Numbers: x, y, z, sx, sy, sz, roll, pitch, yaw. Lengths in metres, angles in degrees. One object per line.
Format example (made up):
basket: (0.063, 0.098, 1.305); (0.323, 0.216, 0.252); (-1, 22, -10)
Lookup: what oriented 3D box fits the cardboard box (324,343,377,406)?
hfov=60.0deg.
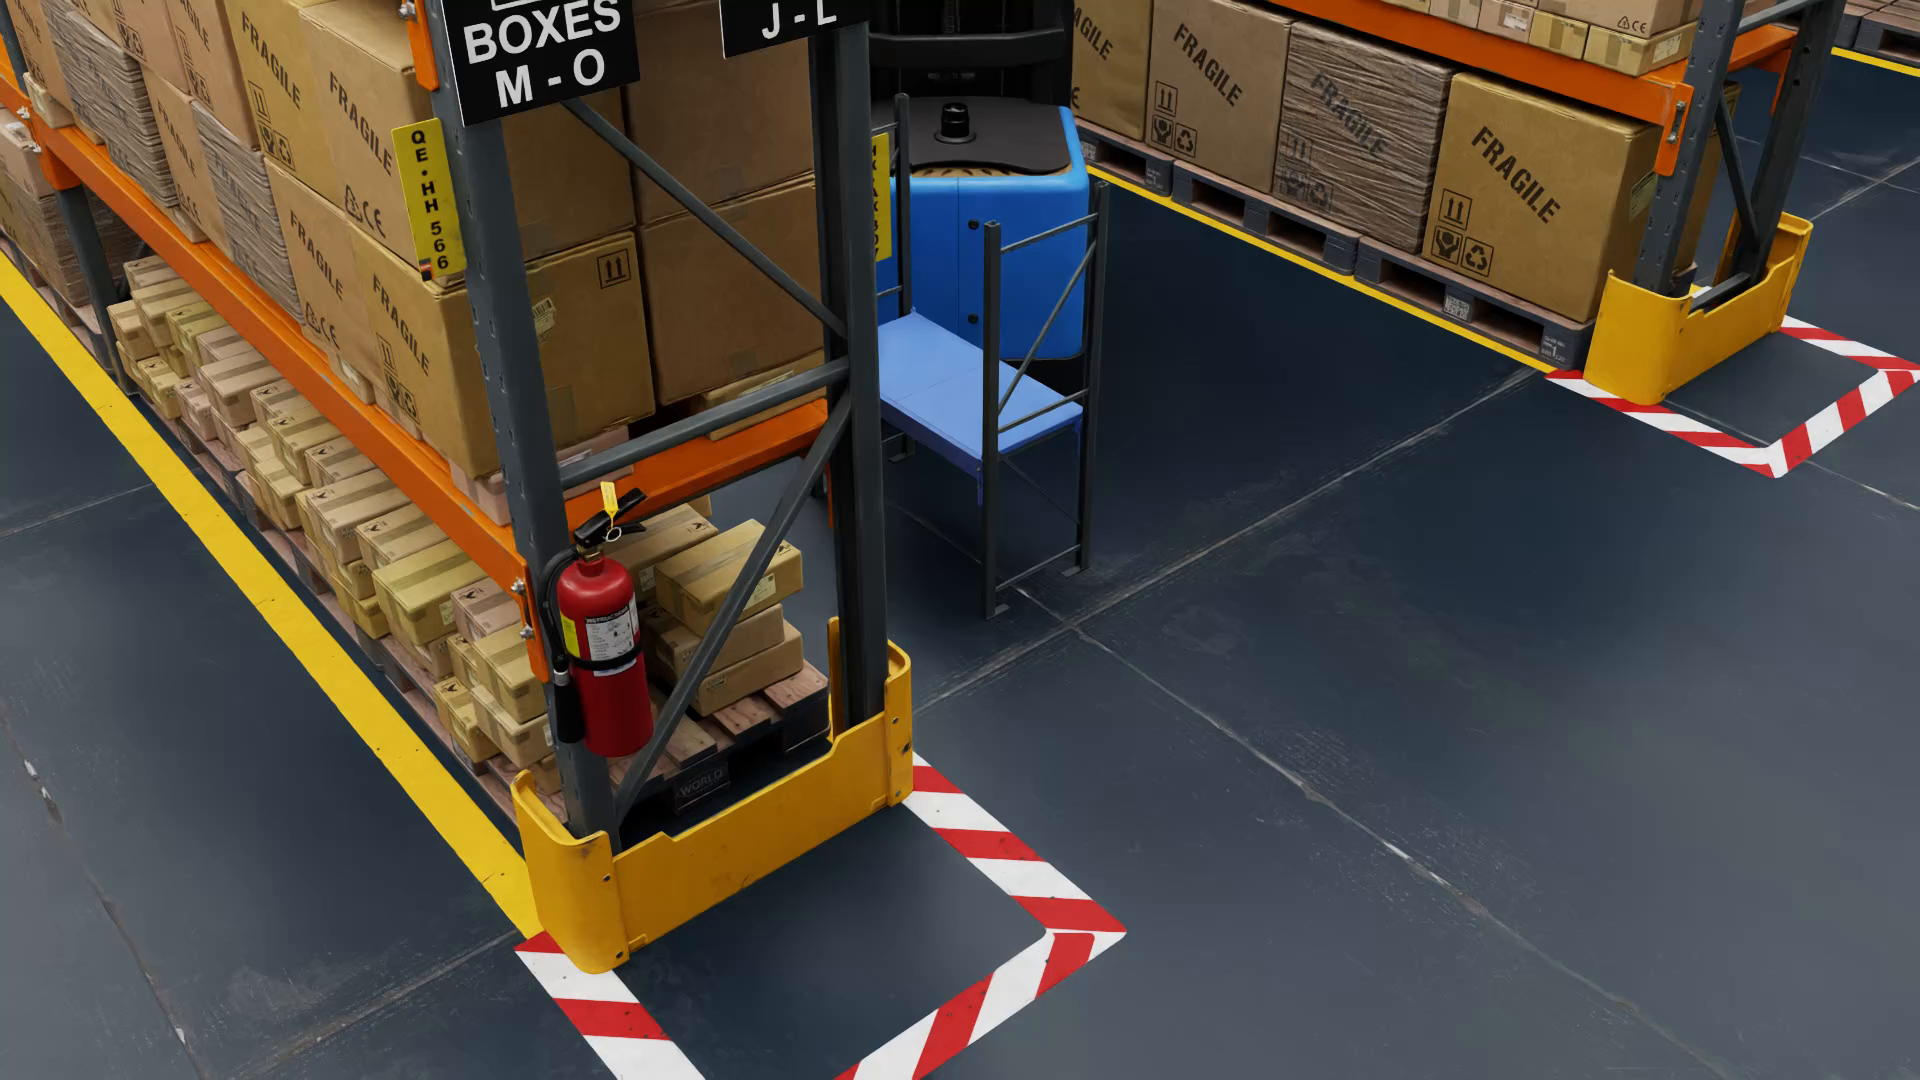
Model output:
cardboard box: (-1.540, -0.545, 4.641); (0.380, 0.149, 0.250); (-25, 42, -31)

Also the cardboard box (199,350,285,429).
cardboard box: (-2.522, -0.577, 6.058); (0.380, 0.149, 0.250); (-25, 42, -31)

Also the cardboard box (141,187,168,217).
cardboard box: (-2.555, -1.250, 5.637); (0.380, 0.149, 0.250); (-25, 42, -31)

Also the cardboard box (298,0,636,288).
cardboard box: (-1.111, -0.956, 3.795); (0.500, 0.500, 0.500); (-27, 43, -33)

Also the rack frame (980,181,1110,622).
rack frame: (0.273, -0.425, 5.553); (0.500, 1.500, 0.032); (-26, 43, -32)

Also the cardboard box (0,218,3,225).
cardboard box: (-4.536, -1.881, 8.110); (0.500, 0.500, 0.500); (-27, 43, -33)

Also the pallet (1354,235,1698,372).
pallet: (2.652, -1.267, 7.857); (1.003, 0.211, 1.213); (-26, 43, -32)

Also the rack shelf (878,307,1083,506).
rack shelf: (-0.055, -0.503, 5.974); (0.538, 0.185, 1.000); (-26, 43, -32)

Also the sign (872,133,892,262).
sign: (-0.212, -0.832, 4.080); (0.100, 0.325, 0.005); (-26, 43, -32)

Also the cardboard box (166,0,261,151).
cardboard box: (-1.781, -1.405, 4.430); (0.500, 0.500, 0.500); (-24, 42, -30)

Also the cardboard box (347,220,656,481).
cardboard box: (-1.113, -0.541, 4.074); (0.500, 0.500, 0.500); (-25, 42, -31)

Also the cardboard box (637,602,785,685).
cardboard box: (-0.768, 0.268, 5.123); (0.380, 0.149, 0.250); (-24, 42, -30)

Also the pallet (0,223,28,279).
pallet: (-4.502, -1.786, 8.590); (1.003, 0.211, 1.213); (-26, 43, -32)

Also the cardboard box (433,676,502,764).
cardboard box: (-1.368, 0.486, 5.072); (0.380, 0.149, 0.250); (-25, 42, -30)

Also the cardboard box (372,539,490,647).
cardboard box: (-1.544, 0.135, 5.053); (0.380, 0.149, 0.250); (-27, 43, -33)

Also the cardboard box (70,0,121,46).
cardboard box: (-2.455, -1.865, 5.079); (0.500, 0.500, 0.500); (-25, 42, -31)

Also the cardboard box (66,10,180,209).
cardboard box: (-2.458, -1.440, 5.344); (0.500, 0.500, 0.500); (-27, 43, -33)

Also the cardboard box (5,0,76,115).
cardboard box: (-3.080, -1.892, 5.982); (0.500, 0.500, 0.500); (-27, 43, -33)

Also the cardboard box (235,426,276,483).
cardboard box: (-2.355, -0.334, 5.972); (0.380, 0.149, 0.250); (-26, 43, -32)

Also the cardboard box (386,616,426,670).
cardboard box: (-1.642, 0.233, 5.429); (0.380, 0.149, 0.250); (-26, 43, -31)

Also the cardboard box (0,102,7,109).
cardboard box: (-4.203, -1.966, 7.581); (0.500, 0.250, 0.500); (-24, 42, -30)

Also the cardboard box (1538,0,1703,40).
cardboard box: (2.713, -2.257, 6.713); (0.500, 0.250, 0.500); (-27, 43, -32)

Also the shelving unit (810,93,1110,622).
shelving unit: (-0.055, -0.650, 5.870); (0.538, 1.500, 1.048); (-26, 43, -32)

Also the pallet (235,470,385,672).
pallet: (-1.955, -0.082, 6.183); (1.003, 0.211, 1.213); (-26, 43, -32)

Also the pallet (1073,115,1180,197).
pallet: (1.078, -2.345, 9.378); (1.003, 0.211, 1.213); (-26, 43, -32)

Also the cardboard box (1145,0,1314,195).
cardboard box: (1.592, -2.433, 8.565); (0.875, 0.875, 0.875); (-26, 43, -32)

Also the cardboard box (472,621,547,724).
cardboard box: (-1.161, 0.334, 4.772); (0.380, 0.149, 0.250); (-25, 43, -31)

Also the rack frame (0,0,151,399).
rack frame: (-3.207, -2.042, 6.538); (1.000, 3.000, 0.127); (-26, 43, -32)

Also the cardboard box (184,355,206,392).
cardboard box: (-2.801, -0.720, 6.517); (0.380, 0.149, 0.250); (-26, 43, -32)

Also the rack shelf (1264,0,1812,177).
rack shelf: (1.937, -2.671, 8.048); (1.077, 0.370, 4.000); (-26, 43, -32)

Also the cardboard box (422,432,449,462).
cardboard box: (-1.184, -0.336, 4.346); (0.380, 0.149, 0.250); (-26, 43, -32)

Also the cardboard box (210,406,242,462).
cardboard box: (-2.644, -0.468, 6.419); (0.380, 0.149, 0.250); (-27, 43, -33)

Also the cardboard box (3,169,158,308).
cardboard box: (-3.877, -1.426, 7.468); (0.500, 0.500, 0.500); (-27, 43, -33)

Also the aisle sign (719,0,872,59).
aisle sign: (-0.350, -1.417, 3.406); (0.394, 0.787, 0.004); (-26, 43, -32)

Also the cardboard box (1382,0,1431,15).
cardboard box: (2.087, -2.464, 7.351); (0.380, 0.149, 0.250); (-27, 43, -33)

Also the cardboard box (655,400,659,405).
cardboard box: (-0.781, -0.536, 4.629); (0.380, 0.149, 0.250); (-24, 42, -30)

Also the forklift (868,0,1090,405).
forklift: (-0.060, -2.540, 7.301); (1.130, 2.935, 3.031); (-1, 35, -2)

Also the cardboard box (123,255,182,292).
cardboard box: (-3.143, -1.063, 6.745); (0.380, 0.149, 0.250); (-24, 42, -30)

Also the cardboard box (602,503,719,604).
cardboard box: (-0.974, 0.038, 5.189); (0.380, 0.149, 0.250); (-25, 42, -31)

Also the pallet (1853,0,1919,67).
pallet: (6.509, -3.169, 10.542); (1.003, 0.211, 1.213); (-26, 43, -32)

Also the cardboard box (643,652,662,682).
cardboard box: (-0.951, 0.280, 5.362); (0.380, 0.149, 0.250); (-26, 43, -32)

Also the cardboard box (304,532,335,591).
cardboard box: (-2.016, 0.015, 5.736); (0.380, 0.149, 0.250); (-25, 42, -31)

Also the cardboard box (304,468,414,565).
cardboard box: (-1.878, -0.101, 5.386); (0.380, 0.149, 0.250); (-24, 42, -30)

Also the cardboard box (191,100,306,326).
cardboard box: (-1.776, -0.990, 4.709); (0.500, 0.500, 0.500); (-26, 43, -32)

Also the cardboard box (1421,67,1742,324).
cardboard box: (2.754, -1.638, 7.443); (0.875, 0.875, 0.875); (-26, 43, -32)

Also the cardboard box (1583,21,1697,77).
cardboard box: (2.747, -2.013, 6.715); (0.380, 0.149, 0.250); (-25, 42, -31)

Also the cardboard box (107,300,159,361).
cardboard box: (-3.218, -0.892, 6.760); (0.380, 0.149, 0.250); (-24, 42, -30)

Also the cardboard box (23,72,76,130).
cardboard box: (-3.275, -1.692, 6.262); (0.380, 0.149, 0.250); (-24, 42, -30)

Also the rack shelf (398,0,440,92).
rack shelf: (-1.917, -2.090, 4.632); (1.077, 0.370, 4.000); (-26, 43, -32)

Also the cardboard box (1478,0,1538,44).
cardboard box: (2.416, -2.239, 7.034); (0.380, 0.149, 0.250); (-26, 43, -32)

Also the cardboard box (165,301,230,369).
cardboard box: (-2.810, -0.826, 6.410); (0.380, 0.149, 0.250); (-27, 43, -32)

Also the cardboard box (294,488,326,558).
cardboard box: (-2.017, -0.105, 5.648); (0.380, 0.149, 0.250); (-24, 42, -30)

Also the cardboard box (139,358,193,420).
cardboard box: (-3.046, -0.652, 6.679); (0.380, 0.149, 0.250); (-25, 42, -31)

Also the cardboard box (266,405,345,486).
cardboard box: (-2.154, -0.364, 5.757); (0.380, 0.149, 0.250); (-26, 43, -32)

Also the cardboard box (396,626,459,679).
cardboard box: (-1.521, 0.239, 5.163); (0.380, 0.149, 0.250); (-28, 44, -33)

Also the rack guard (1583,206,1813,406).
rack guard: (3.244, -1.051, 7.301); (1.175, 0.500, 0.348); (-26, 43, -32)

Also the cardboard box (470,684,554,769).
cardboard box: (-1.185, 0.468, 4.840); (0.380, 0.149, 0.250); (-27, 44, -33)
